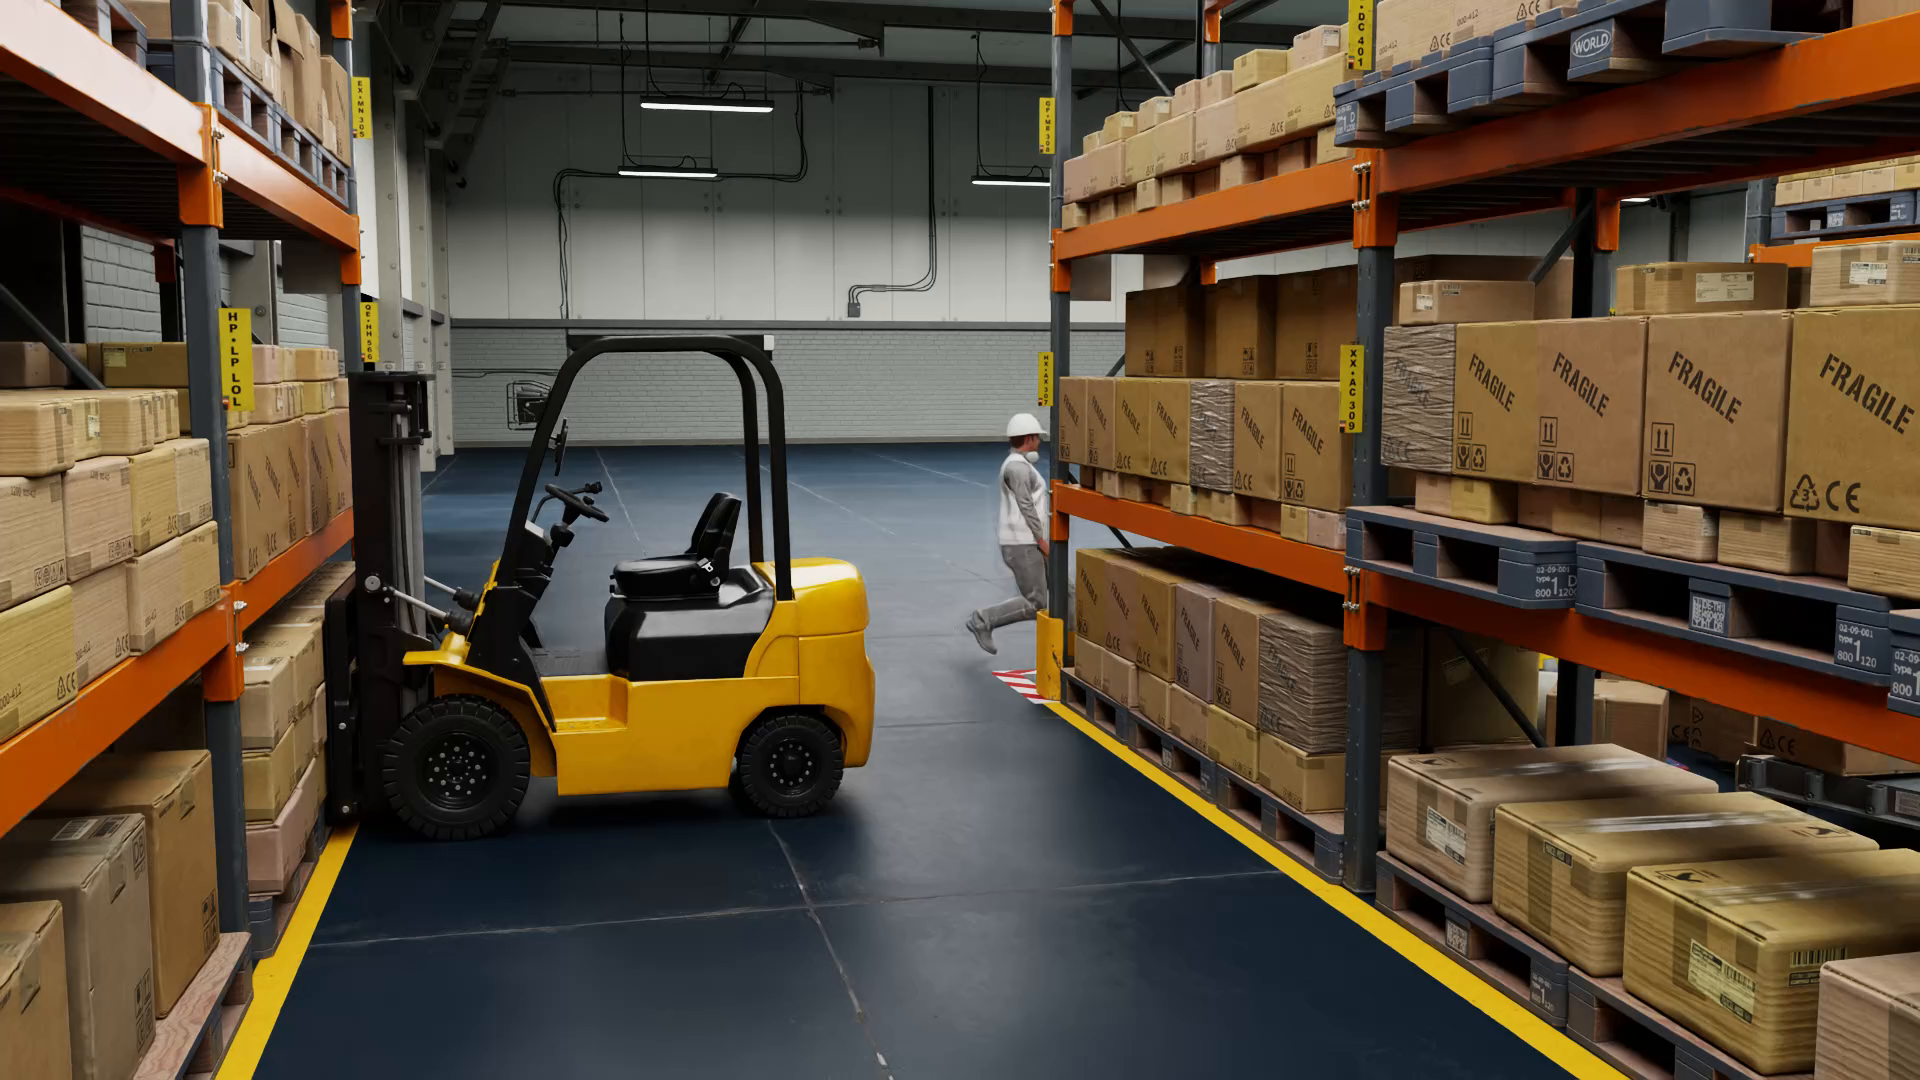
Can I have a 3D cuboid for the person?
[{"bbox_3d":[0.502,-0.010,11.288,0.909,1.693,0.533,0,6,5],"label":"person"}]
